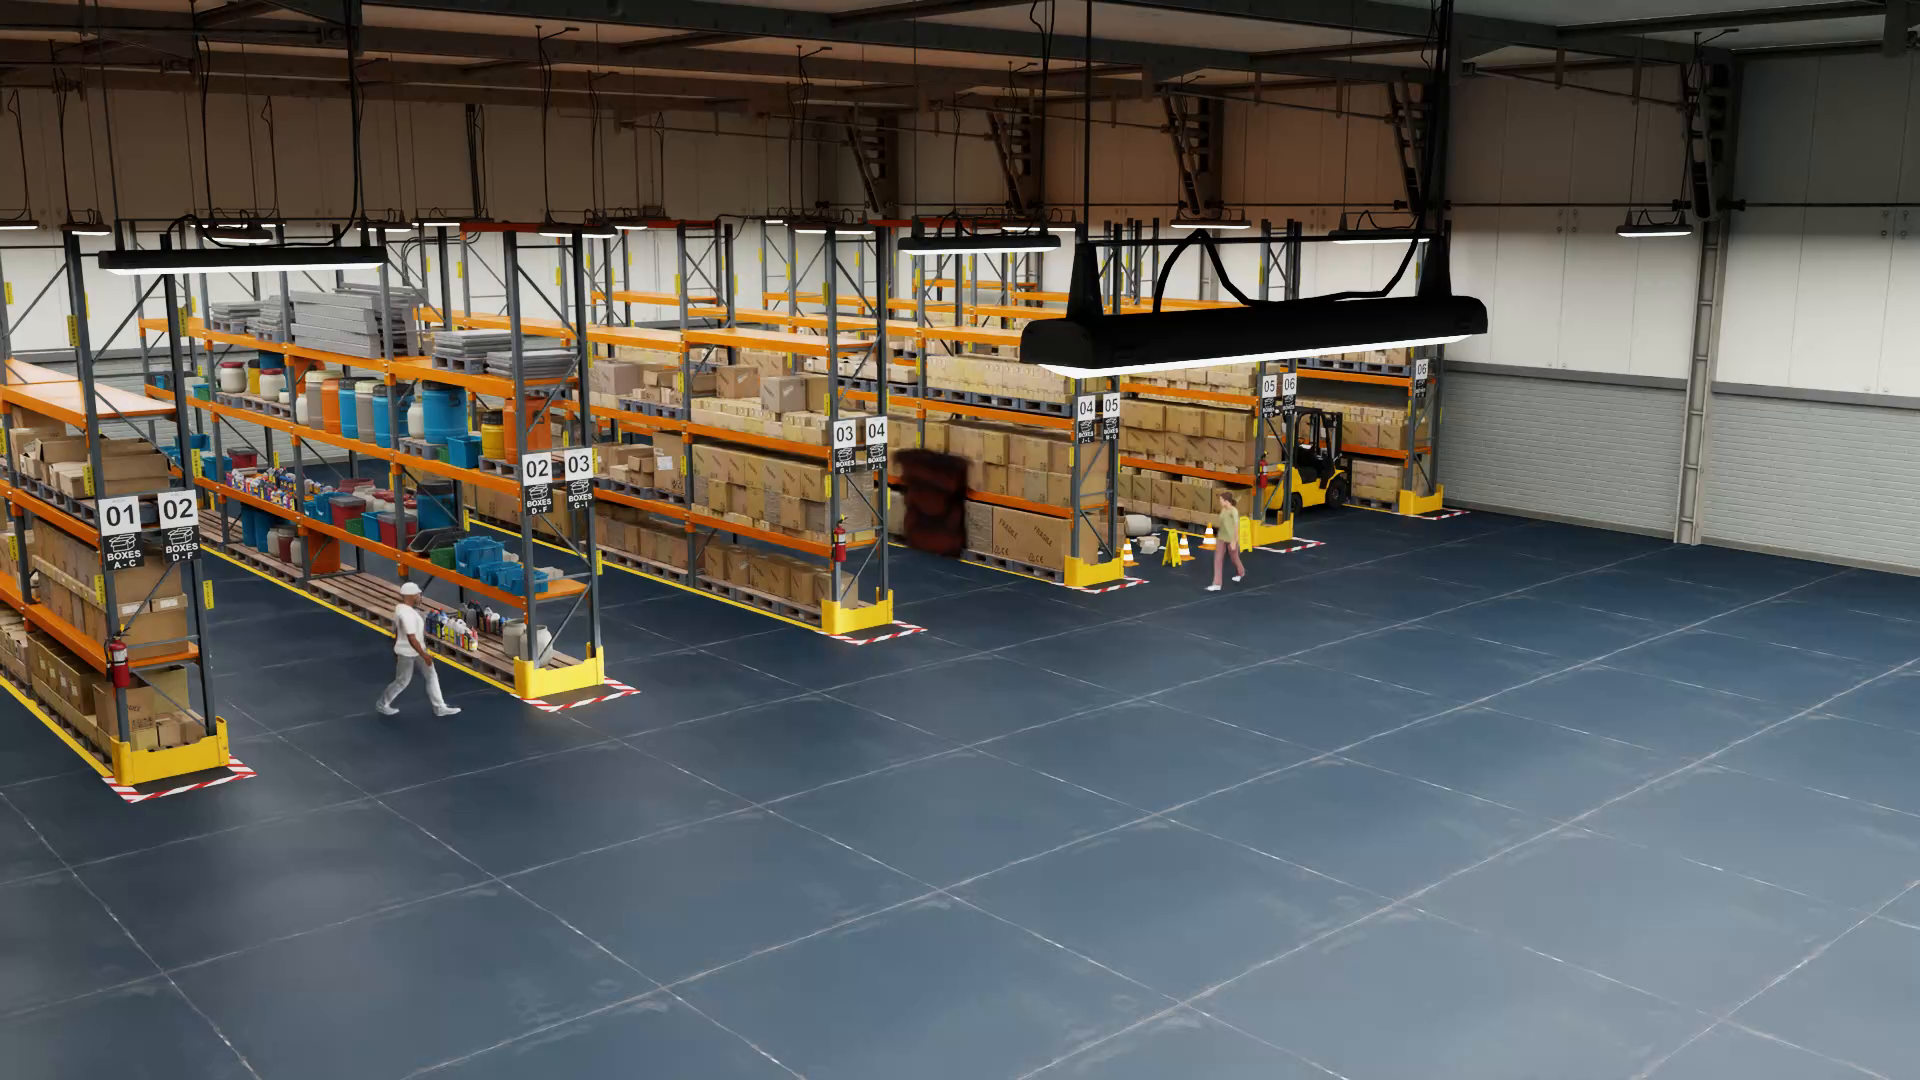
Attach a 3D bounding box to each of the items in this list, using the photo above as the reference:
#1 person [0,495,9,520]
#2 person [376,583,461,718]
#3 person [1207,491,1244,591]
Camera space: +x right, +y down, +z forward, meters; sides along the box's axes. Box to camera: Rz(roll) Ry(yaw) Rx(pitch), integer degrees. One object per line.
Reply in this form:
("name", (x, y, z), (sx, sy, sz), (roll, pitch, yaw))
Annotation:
("person", (-18.365, -0.801, 31.496), (1.003, 1.717, 0.525), (8, 14, 36))
("person", (-6.803, 1.388, 20.660), (1.020, 1.732, 0.501), (2, 12, 10))
("person", (4.485, -0.006, 27.746), (0.415, 1.644, 0.984), (6, 13, 27))
